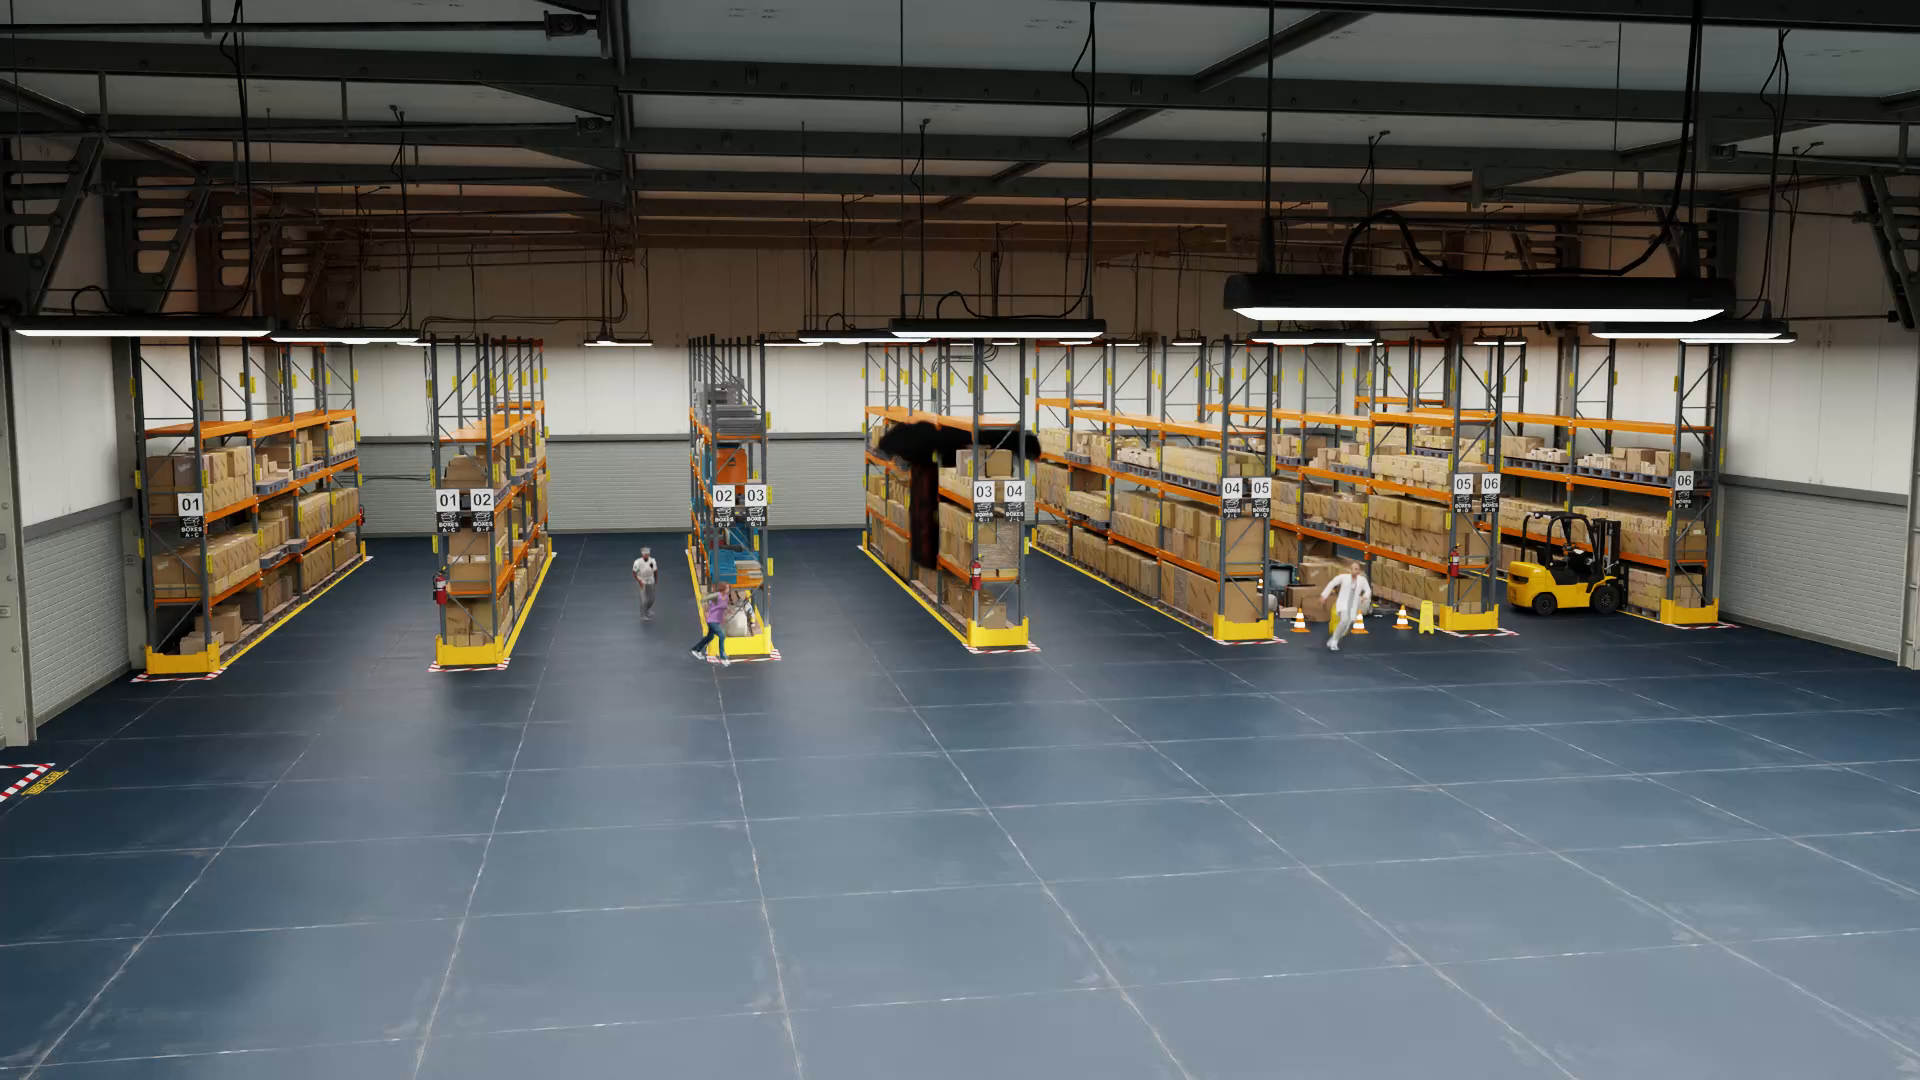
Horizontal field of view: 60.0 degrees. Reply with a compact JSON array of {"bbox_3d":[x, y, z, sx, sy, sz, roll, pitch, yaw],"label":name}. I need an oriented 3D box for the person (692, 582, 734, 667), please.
[{"bbox_3d":[-4.522,1.518,30.199,0.885,1.575,0.584,3,7,28],"label":"person"}]

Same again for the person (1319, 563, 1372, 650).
[{"bbox_3d":[7.402,1.305,31.716,0.874,1.631,0.757,-2,7,-14],"label":"person"}]

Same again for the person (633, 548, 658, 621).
[{"bbox_3d":[-6.678,0.908,35.239,0.576,1.580,0.805,-4,8,-30],"label":"person"}]
